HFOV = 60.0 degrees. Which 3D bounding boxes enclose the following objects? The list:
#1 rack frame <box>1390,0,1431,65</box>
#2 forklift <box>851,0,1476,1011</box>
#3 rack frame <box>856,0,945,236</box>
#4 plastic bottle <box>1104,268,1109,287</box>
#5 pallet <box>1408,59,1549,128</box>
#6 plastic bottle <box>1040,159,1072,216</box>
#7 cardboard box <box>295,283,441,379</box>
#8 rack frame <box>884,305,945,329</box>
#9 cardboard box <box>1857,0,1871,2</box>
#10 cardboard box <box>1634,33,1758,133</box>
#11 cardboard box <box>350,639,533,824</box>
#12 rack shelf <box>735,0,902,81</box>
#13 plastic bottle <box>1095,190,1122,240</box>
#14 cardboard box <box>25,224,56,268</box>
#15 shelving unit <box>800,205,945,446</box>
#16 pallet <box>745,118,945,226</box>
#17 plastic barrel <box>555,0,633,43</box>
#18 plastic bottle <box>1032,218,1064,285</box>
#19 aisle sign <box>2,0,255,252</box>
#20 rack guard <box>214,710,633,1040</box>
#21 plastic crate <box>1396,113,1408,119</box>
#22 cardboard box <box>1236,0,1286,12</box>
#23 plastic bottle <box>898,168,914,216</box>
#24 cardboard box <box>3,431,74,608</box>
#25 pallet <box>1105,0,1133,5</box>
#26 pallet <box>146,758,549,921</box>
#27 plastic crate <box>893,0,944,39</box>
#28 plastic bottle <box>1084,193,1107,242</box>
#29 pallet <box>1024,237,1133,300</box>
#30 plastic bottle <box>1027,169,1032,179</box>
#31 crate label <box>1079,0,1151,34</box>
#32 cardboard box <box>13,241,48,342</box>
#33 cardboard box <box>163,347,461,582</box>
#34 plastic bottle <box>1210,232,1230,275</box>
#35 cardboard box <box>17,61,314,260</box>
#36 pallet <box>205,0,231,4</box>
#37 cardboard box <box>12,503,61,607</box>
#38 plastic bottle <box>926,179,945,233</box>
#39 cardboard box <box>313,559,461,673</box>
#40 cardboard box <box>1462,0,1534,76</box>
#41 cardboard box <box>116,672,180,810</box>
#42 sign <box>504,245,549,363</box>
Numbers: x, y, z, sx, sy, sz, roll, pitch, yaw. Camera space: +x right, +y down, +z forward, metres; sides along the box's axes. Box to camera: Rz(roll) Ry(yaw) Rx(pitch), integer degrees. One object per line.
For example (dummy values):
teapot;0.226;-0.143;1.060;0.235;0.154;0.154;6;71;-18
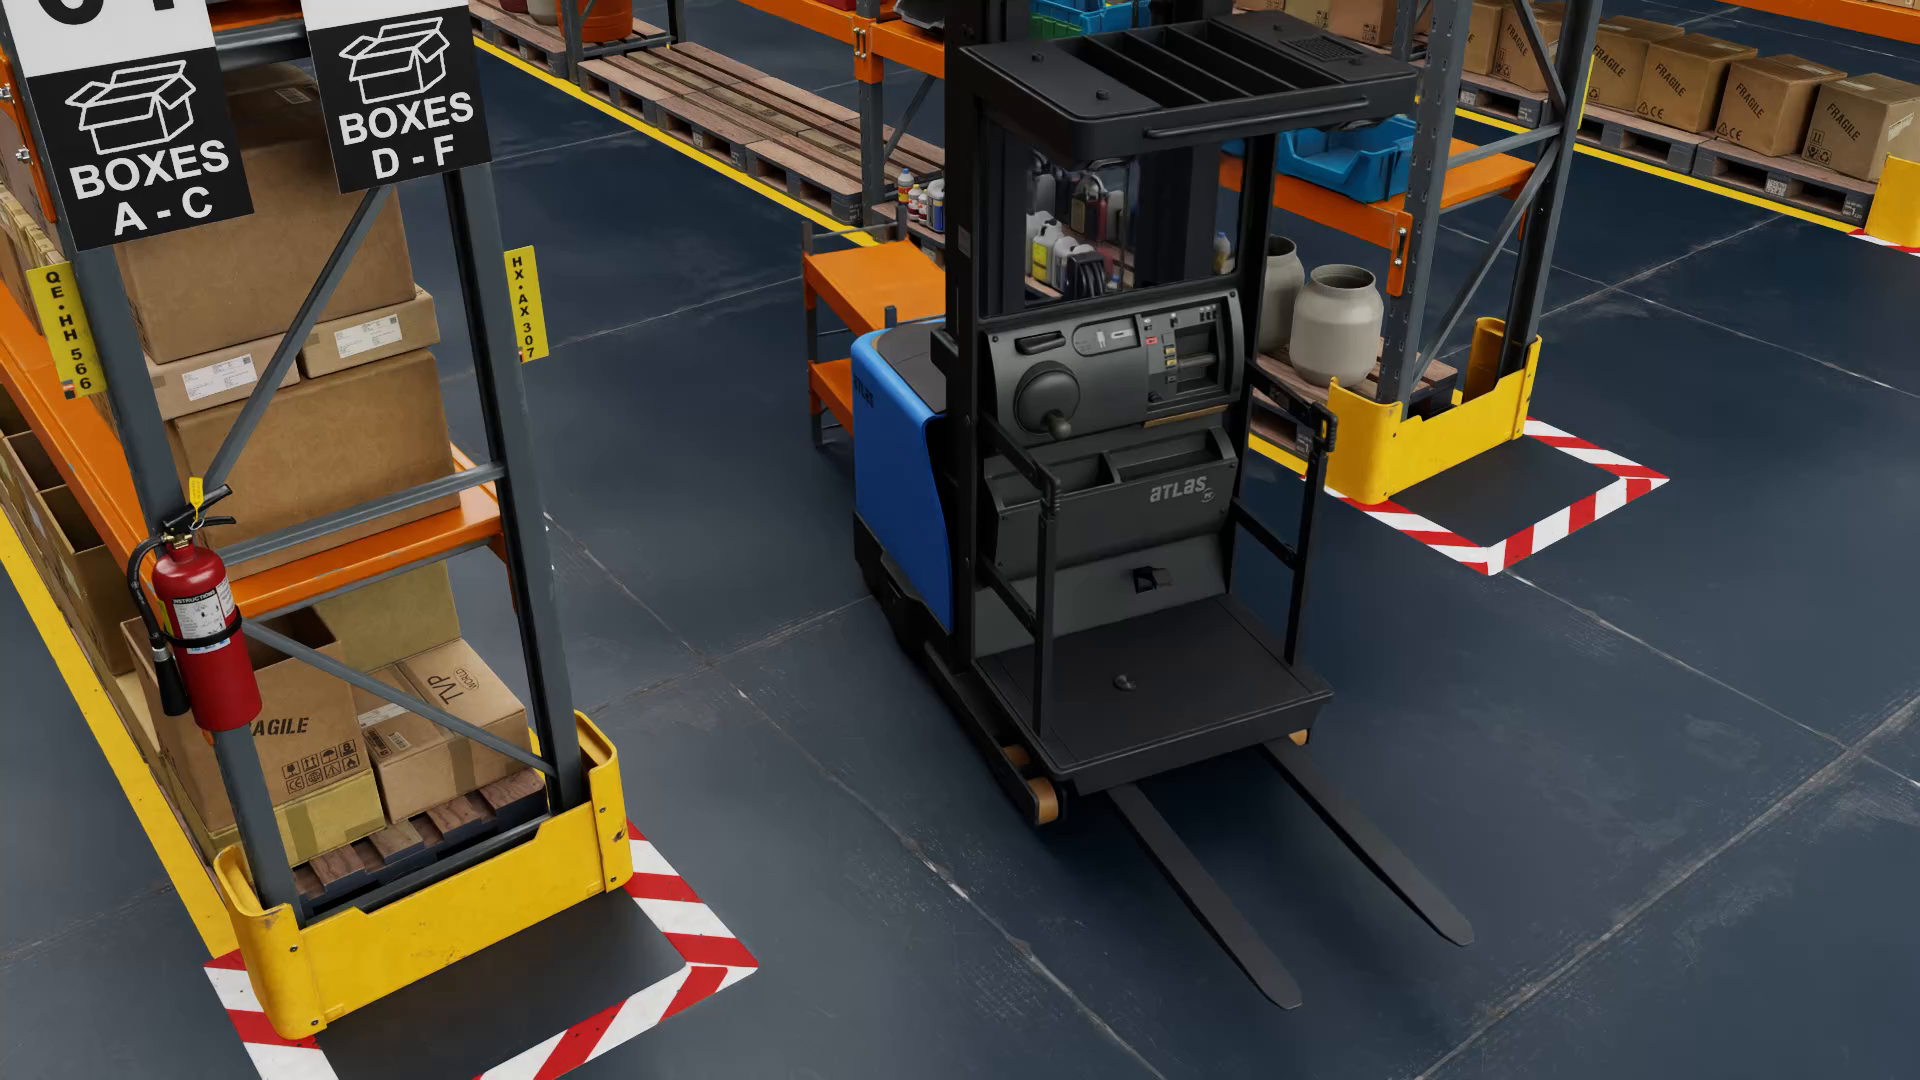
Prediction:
rack frame;3.742;-4.932;12.348;1.000;3.000;0.127;-22;38;-31
forklift;0.613;-0.531;5.327;1.130;2.935;3.031;-13;34;-20
rack frame;-0.170;-3.330;9.768;1.000;3.000;0.127;-22;38;-31
plastic bottle;0.724;-1.362;8.757;0.061;0.283;0.133;-21;38;-30
pallet;4.182;-3.479;12.652;1.003;0.211;1.213;-22;38;-31
plastic bottle;0.570;-2.136;9.940;0.144;0.351;0.185;-24;39;-34
cardboard box;-1.703;-0.613;4.684;0.380;0.149;0.250;-23;38;-32
rack frame;-0.066;-0.497;6.983;0.500;1.125;0.032;-13;34;-20
cardboard box;5.510;-3.402;10.123;0.380;0.149;0.250;-22;38;-31
cardboard box;5.063;-3.152;11.454;0.500;0.500;0.500;-19;36;-27
cardboard box;-1.786;0.633;5.596;0.500;0.250;0.500;-22;38;-31
rack shelf;-1.397;-3.858;11.300;1.077;0.370;4.000;-22;38;-31
plastic bottle;0.864;-1.901;9.632;0.152;0.276;0.135;-22;38;-31
cardboard box;-2.650;-0.907;5.158;0.380;0.149;0.250;-21;38;-30
shelving unit;-0.272;-0.742;7.378;0.538;1.125;1.048;-13;34;-20
pallet;-0.683;-2.460;11.010;1.003;0.211;1.213;-22;38;-31
plastic barrel;-2.937;-4.452;13.233;0.600;0.830;0.708;-22;38;-31
plastic bottle;0.487;-1.587;9.056;0.144;0.351;0.185;-21;37;-29
aisle sign;-1.824;-1.044;3.623;0.394;0.787;0.004;-22;38;-31
rack guard;-1.618;1.010;5.150;1.175;0.500;0.348;-22;38;-31
plastic crate;1.988;-2.028;7.922;0.298;0.136;0.250;-22;38;-31
cardboard box;2.761;-4.758;14.020;0.700;0.500;0.500;-26;40;-35
plastic bottle;-0.321;-2.083;9.930;0.097;0.271;0.097;0;32;0
cardboard box;-3.127;-0.139;6.127;0.500;0.500;0.500;-22;38;-31
pallet;1.767;-5.088;15.243;1.003;0.211;1.213;-22;38;-31
pallet;-2.135;0.818;5.733;1.003;0.211;1.213;-22;38;-31
plastic crate;0.050;-3.044;9.367;0.767;0.338;0.504;-22;38;-31
plastic bottle;0.781;-1.869;9.574;0.061;0.283;0.133;-22;38;-31
pallet;0.961;-1.343;9.212;1.003;0.211;1.213;-22;38;-31
plastic bottle;0.338;-2.169;9.994;0.144;0.351;0.185;-22;38;-31
crate label;0.940;-2.357;8.169;0.502;0.435;0.616;-22;38;-31
cardboard box;-2.860;-0.947;5.837;0.700;0.500;0.500;-21;38;-30
cardboard box;-1.909;-0.303;4.800;0.700;0.500;0.500;-22;38;-31
plastic bottle;1.417;-1.547;9.067;0.097;0.271;0.097;0;32;0
cardboard box;-2.268;-1.093;4.843;0.700;0.500;0.500;-23;39;-33
pallet;-2.046;-1.601;4.226;1.003;0.211;1.213;-22;38;-31
cardboard box;-3.435;-0.028;6.659;0.500;0.250;0.500;-22;38;-31
plastic bottle;-0.101;-1.959;9.726;0.152;0.276;0.135;-21;37;-30
cardboard box;-2.094;0.106;5.733;0.500;0.500;0.500;-22;38;-31
cardboard box;3.956;-3.869;12.608;0.500;0.500;0.500;-24;39;-33
cardboard box;-2.511;0.596;5.656;0.500;0.250;0.500;-22;38;-31
sign;-1.191;-0.640;4.542;0.100;0.325;0.005;-22;38;-31
